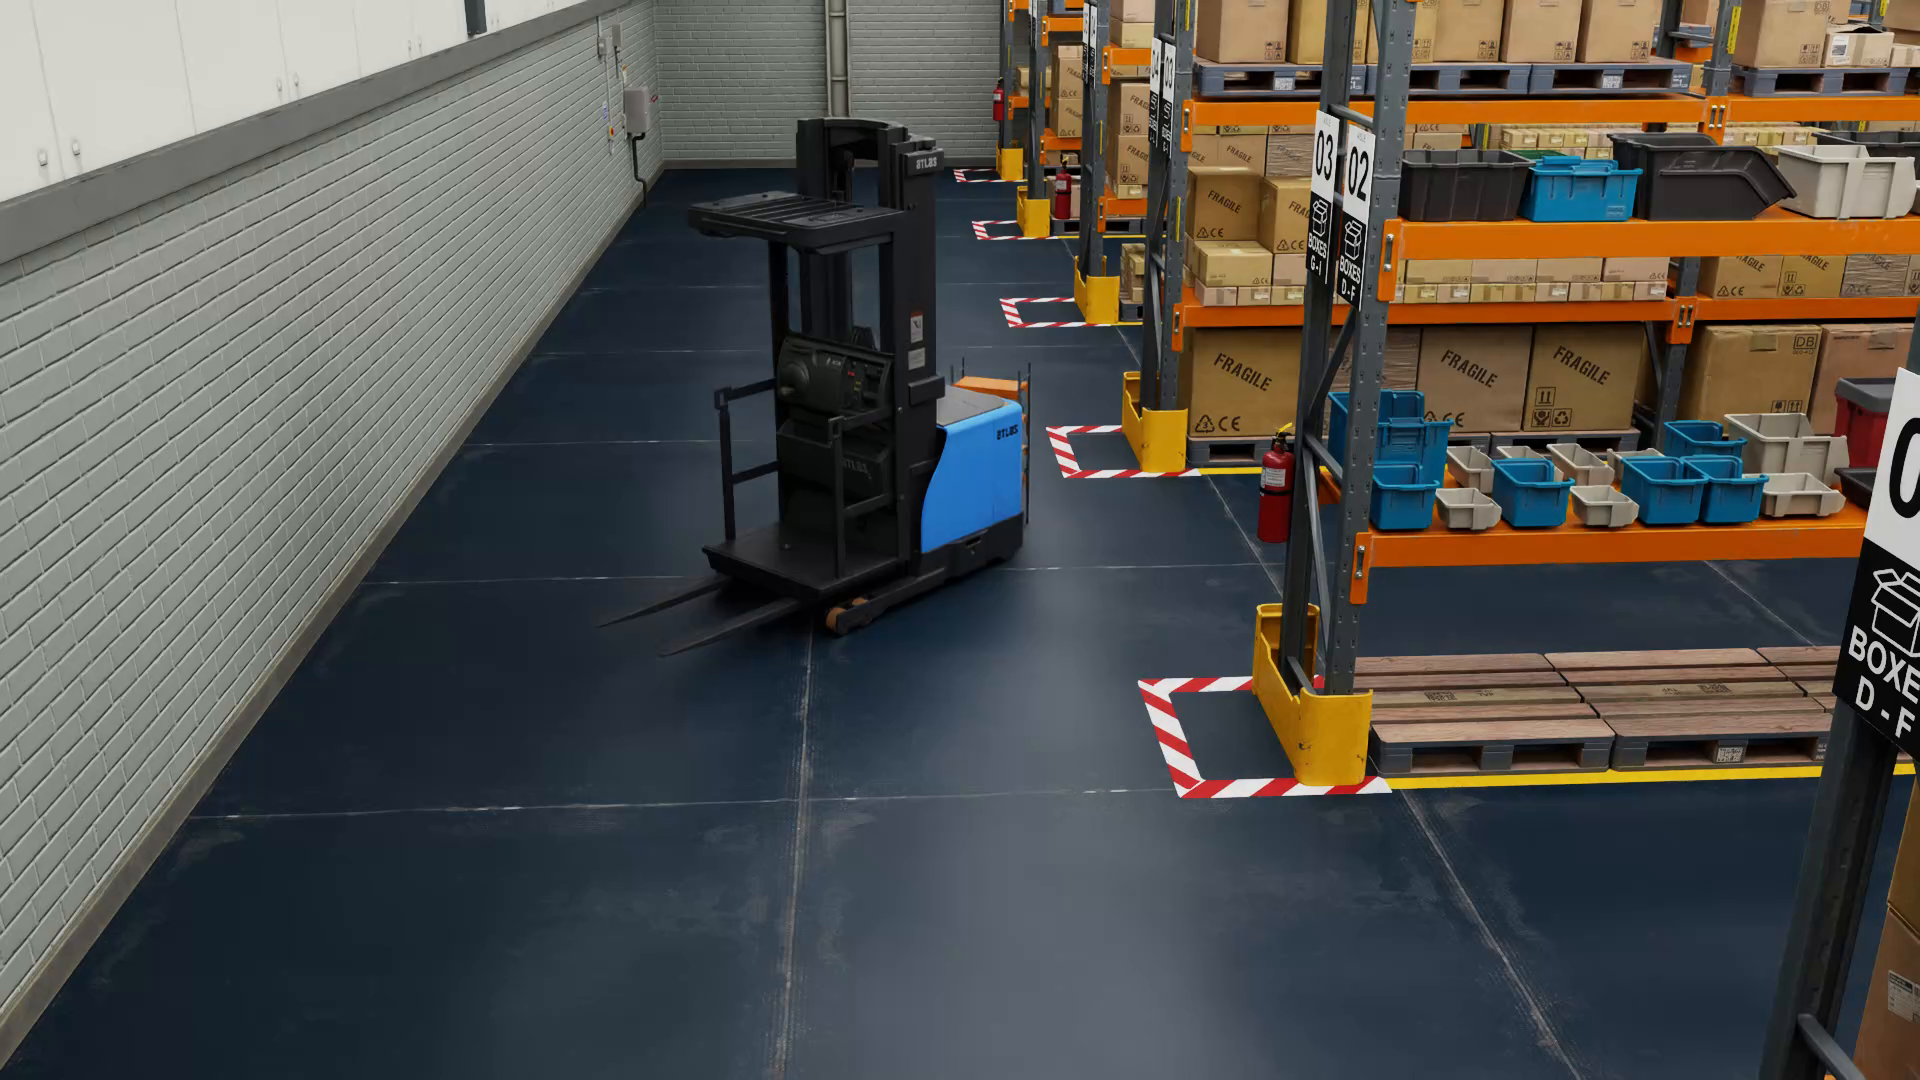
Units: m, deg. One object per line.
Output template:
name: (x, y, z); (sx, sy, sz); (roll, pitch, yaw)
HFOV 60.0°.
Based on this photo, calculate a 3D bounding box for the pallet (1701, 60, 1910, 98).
pallet: (6.495, -3.566, 12.825); (1.217, 0.209, 0.805); (-2, 21, -5)

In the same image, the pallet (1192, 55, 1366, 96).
pallet: (2.329, -3.515, 12.547); (1.213, 0.211, 1.003); (-1, 21, -3)

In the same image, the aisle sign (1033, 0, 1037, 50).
aisle sign: (0.968, -6.767, 21.525); (0.004, 0.787, 0.394); (-1, 21, -3)

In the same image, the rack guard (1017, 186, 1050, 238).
rack guard: (0.999, -4.488, 22.706); (0.348, 0.500, 1.175); (-1, 21, -3)

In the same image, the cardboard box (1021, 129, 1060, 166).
cardboard box: (1.352, -6.428, 27.207); (0.637, 0.503, 0.797); (-2, 21, -5)

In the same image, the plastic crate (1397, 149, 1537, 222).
plastic crate: (2.272, -1.626, 7.645); (0.590, 0.269, 0.497); (-1, 21, -3)

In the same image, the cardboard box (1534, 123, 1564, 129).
cardboard box: (6.316, -4.426, 17.957); (0.250, 0.149, 0.380); (-2, 21, -5)

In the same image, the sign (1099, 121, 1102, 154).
sign: (1.438, -4.112, 16.989); (0.005, 0.325, 0.100); (-1, 21, -3)

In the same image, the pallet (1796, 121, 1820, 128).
pallet: (10.984, -5.784, 22.867); (1.213, 0.211, 1.003); (-1, 21, -3)

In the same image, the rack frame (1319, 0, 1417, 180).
rack frame: (1.872, -3.180, 7.327); (0.127, 3.000, 1.000); (-1, 21, -3)

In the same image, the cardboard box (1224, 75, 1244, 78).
cardboard box: (2.874, -4.675, 17.720); (0.500, 0.500, 0.500); (0, 21, 0)

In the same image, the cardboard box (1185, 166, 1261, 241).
cardboard box: (2.061, -2.659, 13.128); (0.500, 0.500, 0.500); (-1, 21, -2)

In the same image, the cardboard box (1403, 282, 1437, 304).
cardboard box: (3.498, -1.940, 12.855); (0.250, 0.149, 0.380); (-2, 21, -4)

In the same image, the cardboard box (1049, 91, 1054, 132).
cardboard box: (1.490, -5.807, 22.517); (0.500, 0.500, 0.500); (-1, 21, -3)

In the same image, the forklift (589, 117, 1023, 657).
forklift: (-0.920, -0.996, 10.117); (1.130, 2.935, 3.031); (17, 27, 38)

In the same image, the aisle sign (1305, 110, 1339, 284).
aisle sign: (1.783, -1.694, 8.202); (0.004, 0.787, 0.394); (-1, 21, -3)

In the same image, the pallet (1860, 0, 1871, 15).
pallet: (12.381, -7.240, 22.469); (1.003, 0.211, 1.213); (-1, 21, -3)

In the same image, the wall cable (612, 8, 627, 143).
wall cable: (-4.697, -6.512, 23.082); (0.122, 1.984, 0.588); (-1, 21, -3)

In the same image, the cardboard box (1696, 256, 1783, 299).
cardboard box: (6.056, -2.185, 13.003); (0.500, 0.500, 0.500); (-1, 21, -3)

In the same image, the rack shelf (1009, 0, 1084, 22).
rack shelf: (2.733, -8.526, 26.594); (4.000, 0.370, 1.077); (-1, 21, -3)

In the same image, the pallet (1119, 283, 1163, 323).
pallet: (2.296, -2.602, 18.160); (1.213, 0.211, 1.003); (-1, 21, -3)

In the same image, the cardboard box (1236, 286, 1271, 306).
cardboard box: (2.218, -1.914, 12.787); (0.250, 0.149, 0.380); (-1, 21, -4)

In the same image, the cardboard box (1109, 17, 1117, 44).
cardboard box: (1.846, -5.335, 17.413); (0.500, 0.250, 0.500); (-2, 21, -4)

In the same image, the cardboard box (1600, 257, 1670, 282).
cardboard box: (5.157, -2.184, 12.935); (0.500, 0.250, 0.500); (-2, 21, -4)

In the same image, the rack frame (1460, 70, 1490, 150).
rack frame: (5.400, -3.981, 17.863); (0.127, 3.000, 1.000); (-1, 21, -3)

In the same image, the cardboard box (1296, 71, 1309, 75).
cardboard box: (4.562, -6.144, 21.997); (0.500, 0.500, 0.500); (-1, 21, -4)

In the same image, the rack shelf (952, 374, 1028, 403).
rack shelf: (0.215, -1.023, 11.517); (0.480, 0.148, 0.258); (8, 22, 19)

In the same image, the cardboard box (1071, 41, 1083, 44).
cardboard box: (1.622, -6.566, 22.193); (0.250, 0.149, 0.380); (-1, 21, -2)

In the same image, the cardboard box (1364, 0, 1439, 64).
cardboard box: (3.187, -3.854, 12.440); (0.500, 0.500, 0.700); (-3, 21, -7)

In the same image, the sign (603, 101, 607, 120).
sign: (-4.663, -5.642, 21.843); (0.001, 0.218, 0.327); (-1, 21, -3)

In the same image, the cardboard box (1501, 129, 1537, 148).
cardboard box: (5.820, -4.183, 17.319); (0.250, 0.149, 0.380); (0, 21, 0)

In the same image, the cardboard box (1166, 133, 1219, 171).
cardboard box: (2.404, -4.017, 17.397); (0.500, 0.500, 0.500); (-1, 21, -3)

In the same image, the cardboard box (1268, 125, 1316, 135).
cardboard box: (3.403, -4.495, 17.247); (0.500, 0.500, 0.500); (-2, 21, -5)

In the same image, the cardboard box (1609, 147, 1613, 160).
cardboard box: (6.865, -4.067, 17.432); (0.250, 0.149, 0.380); (0, 21, -1)

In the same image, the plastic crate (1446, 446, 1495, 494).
plastic crate: (2.676, -0.362, 8.643); (0.243, 0.136, 0.396); (-1, 21, -3)

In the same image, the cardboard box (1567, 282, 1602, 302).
cardboard box: (4.784, -1.967, 12.925); (0.250, 0.149, 0.380); (-2, 21, -4)

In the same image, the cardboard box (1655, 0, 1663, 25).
cardboard box: (6.950, -5.612, 17.196); (0.637, 0.503, 0.797); (-1, 21, -4)

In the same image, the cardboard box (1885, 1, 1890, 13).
cardboard box: (9.736, -5.540, 17.363); (0.250, 0.149, 0.380); (-2, 21, -5)

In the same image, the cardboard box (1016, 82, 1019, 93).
cardboard box: (1.052, -7.404, 27.206); (0.250, 0.149, 0.380); (-1, 21, -4)

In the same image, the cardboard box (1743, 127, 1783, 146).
cardboard box: (8.418, -4.237, 17.461); (0.250, 0.149, 0.380); (-1, 21, -1)

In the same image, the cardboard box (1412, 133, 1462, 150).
cardboard box: (4.934, -4.057, 17.502); (0.500, 0.500, 0.500); (-1, 21, -3)

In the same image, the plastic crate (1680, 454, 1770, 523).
plastic crate: (3.751, -0.247, 8.206); (0.300, 0.233, 0.416); (-1, 21, -3)

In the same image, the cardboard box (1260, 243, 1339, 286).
cardboard box: (2.602, -2.132, 12.797); (0.500, 0.250, 0.500); (-1, 21, -4)

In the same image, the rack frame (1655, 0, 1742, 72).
rack frame: (5.583, -5.021, 12.162); (0.127, 3.000, 1.000); (-1, 21, -3)

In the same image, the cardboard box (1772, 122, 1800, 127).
cardboard box: (8.917, -4.479, 18.096); (0.250, 0.149, 0.380); (-1, 21, -3)

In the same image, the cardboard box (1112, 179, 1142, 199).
cardboard box: (1.749, -3.673, 17.405); (0.250, 0.149, 0.380); (-1, 21, -3)

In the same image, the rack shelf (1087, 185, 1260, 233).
rack shelf: (3.404, -3.605, 17.884); (4.000, 0.370, 1.077); (-1, 21, -3)

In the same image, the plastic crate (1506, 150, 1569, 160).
plastic crate: (2.840, -1.801, 8.218); (0.336, 0.188, 0.450); (-1, 21, -3)

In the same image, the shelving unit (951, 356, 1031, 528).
shelving unit: (0.215, -0.656, 11.657); (0.503, 1.200, 0.258); (8, 22, 19)

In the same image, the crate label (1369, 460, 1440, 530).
crate label: (2.137, -0.215, 8.120); (0.303, 0.233, 0.416); (-1, 21, -3)

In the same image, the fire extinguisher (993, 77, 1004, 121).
fire extinguisher: (0.616, -7.042, 26.534); (0.183, 0.674, 0.296); (-1, 21, -3)

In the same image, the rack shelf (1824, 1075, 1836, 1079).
rack shelf: (4.148, 1.679, 4.008); (4.000, 0.370, 1.077); (-1, 21, -3)

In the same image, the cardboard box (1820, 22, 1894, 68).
cardboard box: (6.683, -3.764, 12.611); (0.500, 0.311, 0.500); (-2, 21, -5)

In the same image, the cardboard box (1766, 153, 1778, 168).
cardboard box: (6.220, -2.749, 13.075); (0.637, 0.503, 0.797); (-2, 21, -4)

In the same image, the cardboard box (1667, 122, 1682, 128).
cardboard box: (7.609, -4.452, 18.025); (0.250, 0.149, 0.380); (-1, 21, -1)

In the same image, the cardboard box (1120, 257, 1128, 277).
cardboard box: (1.918, -3.015, 18.323); (0.250, 0.149, 0.380); (-2, 21, -5)

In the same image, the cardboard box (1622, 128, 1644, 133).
cardboard box: (7.111, -4.210, 17.389); (0.250, 0.149, 0.380); (0, 21, -1)
